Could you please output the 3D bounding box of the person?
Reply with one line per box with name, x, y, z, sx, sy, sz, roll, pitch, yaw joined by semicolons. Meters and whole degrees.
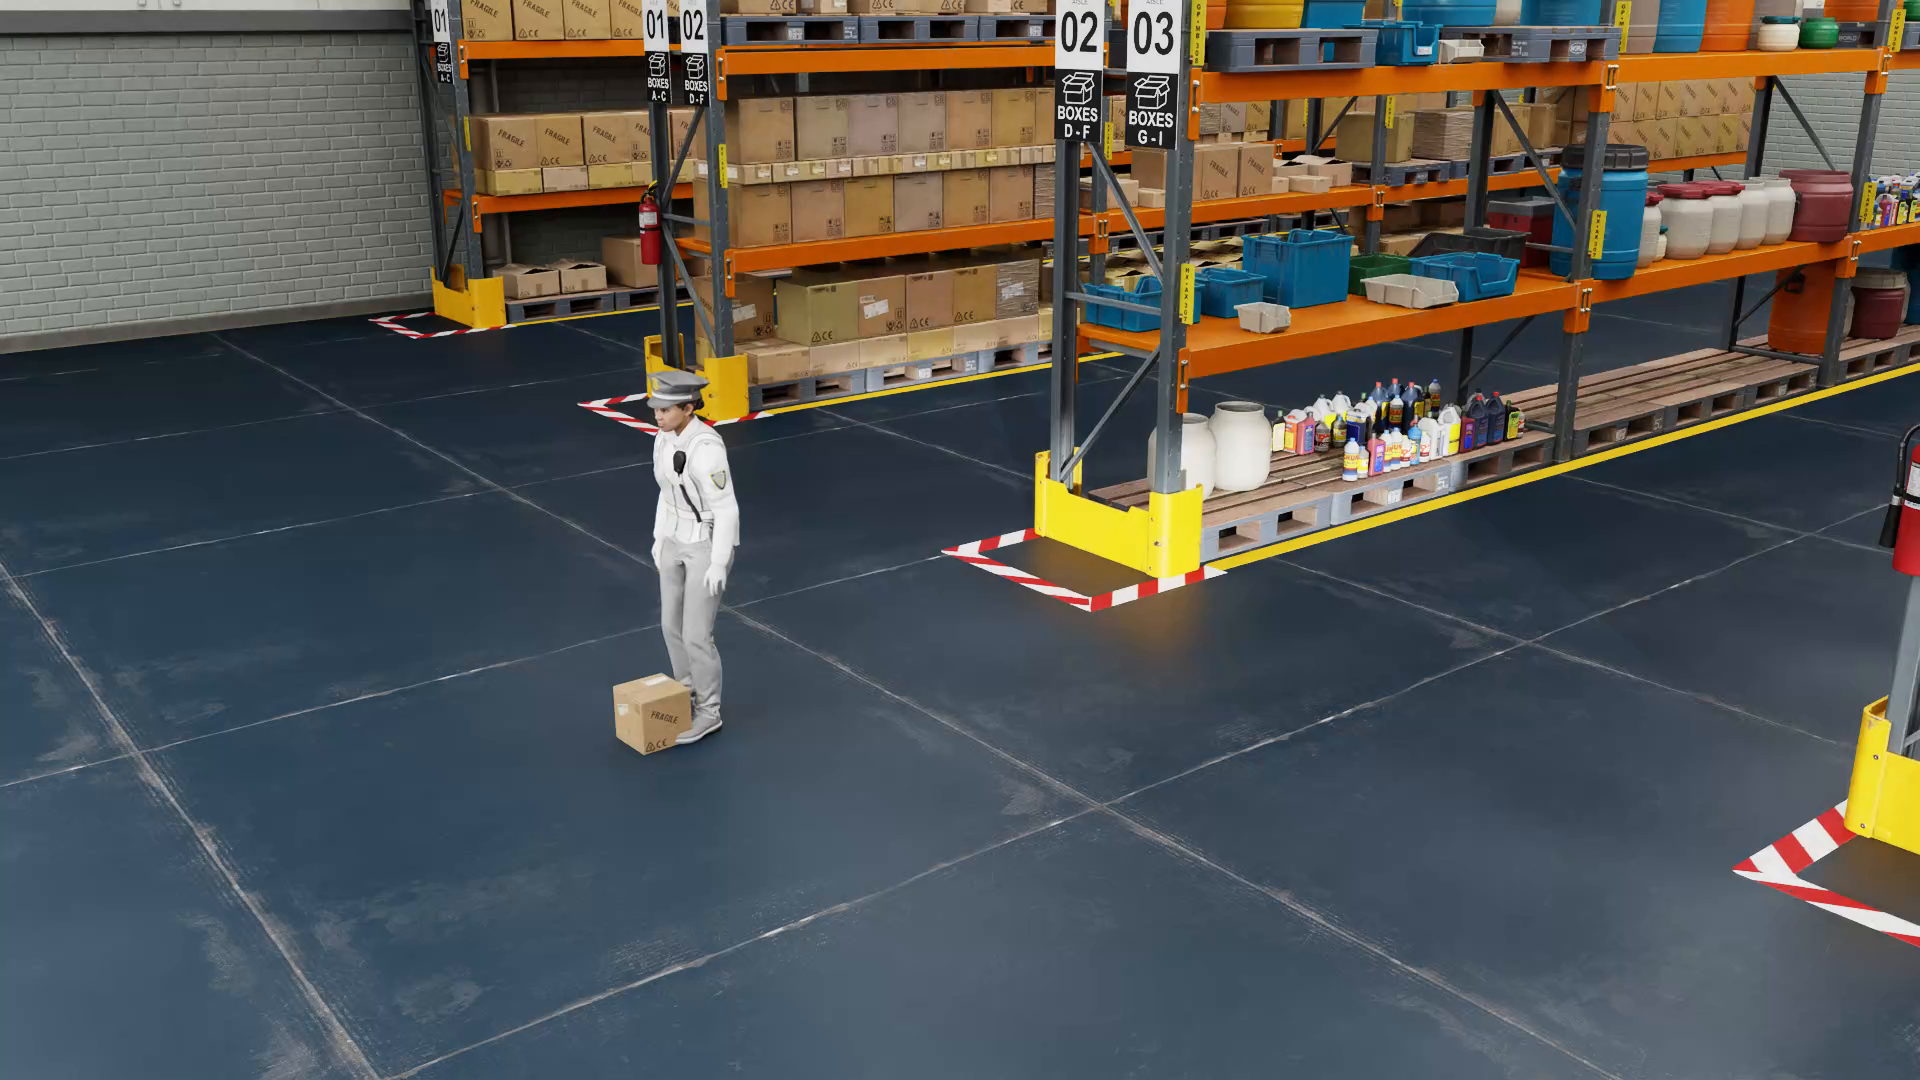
person;-1.201;0.061;7.357;0.415;1.662;0.537;-15;23;-39
